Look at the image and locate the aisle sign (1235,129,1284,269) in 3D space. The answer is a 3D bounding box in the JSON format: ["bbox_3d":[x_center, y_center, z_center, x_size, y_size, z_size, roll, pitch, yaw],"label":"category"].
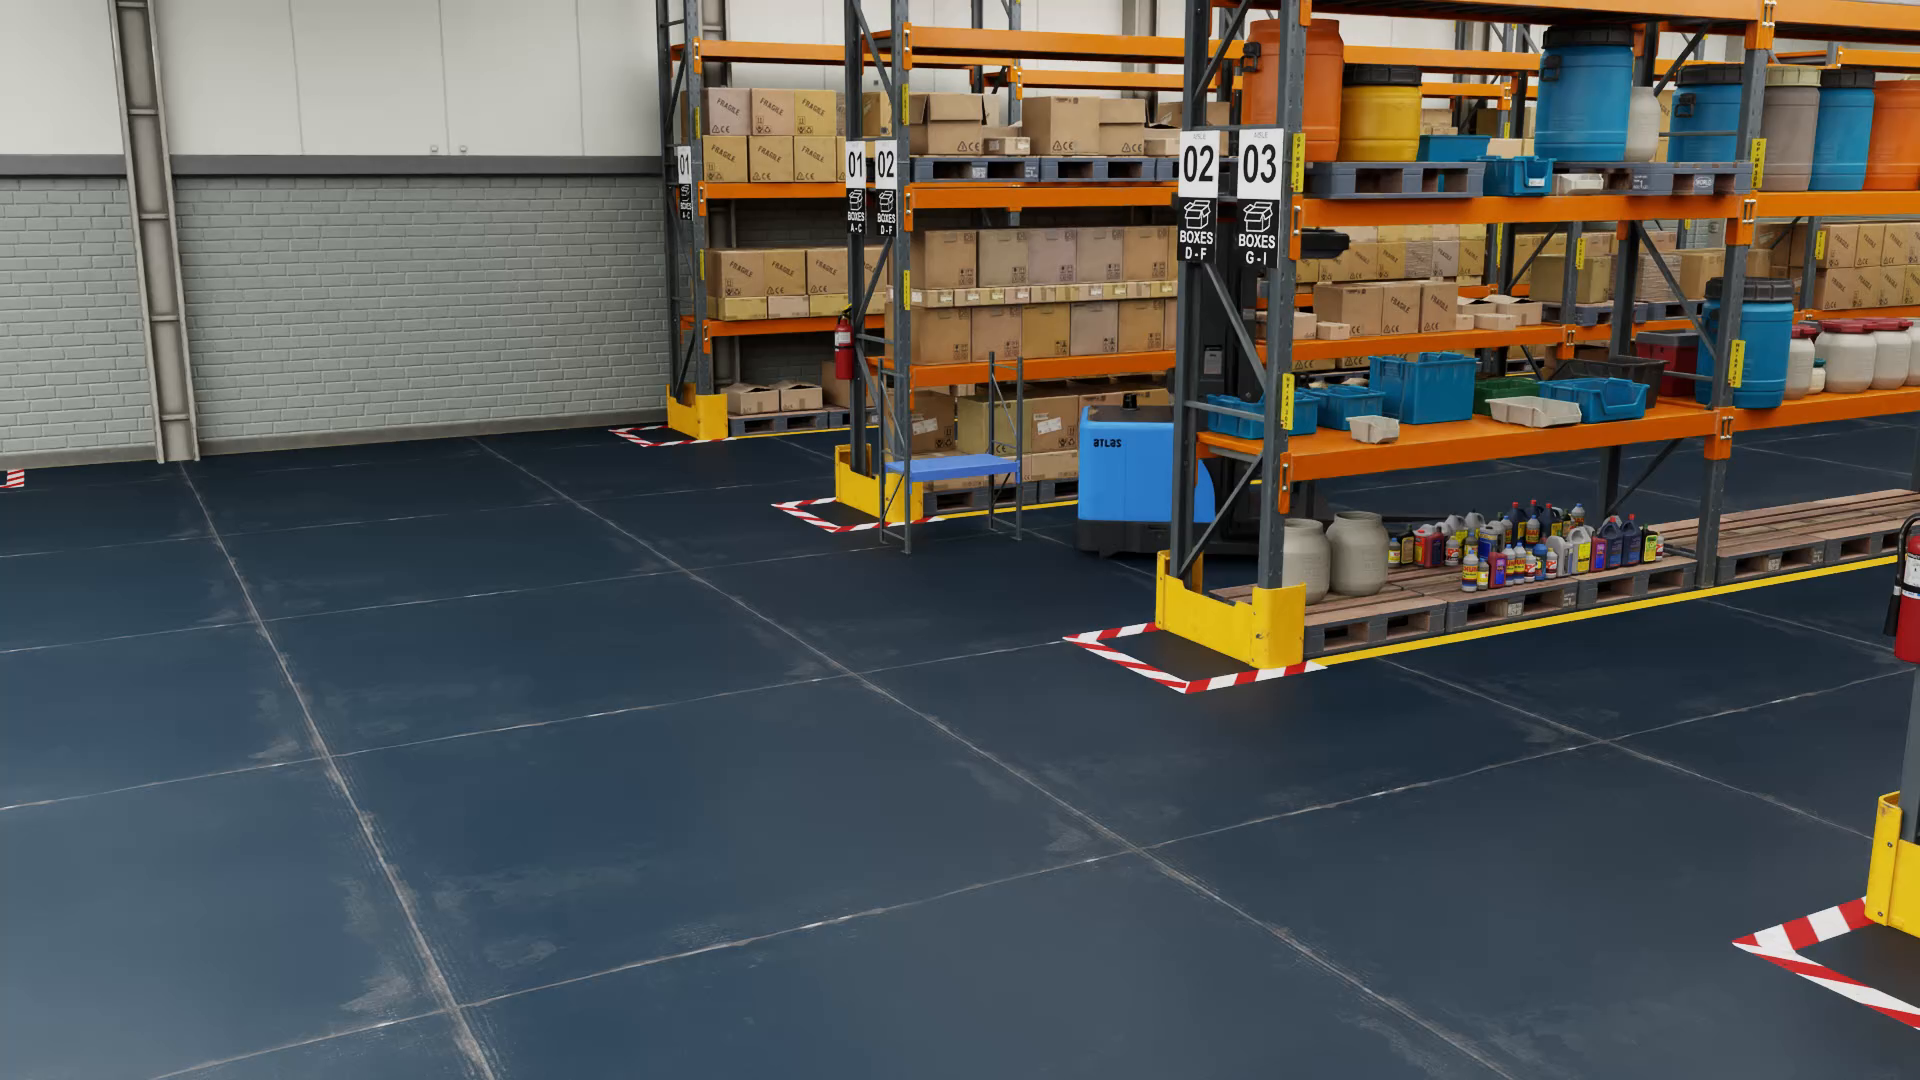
[{"bbox_3d":[1.741,-1.989,9.693,0.004,0.787,0.394,-7,14,-28],"label":"aisle sign"}]

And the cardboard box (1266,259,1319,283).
[{"bbox_3d":[4.487,-3.741,22.448,0.500,0.500,0.500,-6,14,-26],"label":"cardboard box"}]

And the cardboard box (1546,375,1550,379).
[{"bbox_3d":[6.852,-1.569,18.440,0.500,0.500,0.500,-6,14,-25],"label":"cardboard box"}]

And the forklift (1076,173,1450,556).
[{"bbox_3d":[2.455,-1.362,12.983,3.031,2.935,1.130,1,13,5],"label":"forklift"}]

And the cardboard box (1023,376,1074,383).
[{"bbox_3d":[1.066,-2.190,21.201,0.500,0.500,0.700,-6,14,-26],"label":"cardboard box"}]

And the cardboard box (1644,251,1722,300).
[{"bbox_3d":[8.305,-3.058,19.180,0.500,0.500,0.700,-12,17,-42],"label":"cardboard box"}]

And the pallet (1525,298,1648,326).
[{"bbox_3d":[6.877,-2.572,18.644,1.003,0.211,1.213,-7,14,-28],"label":"pallet"}]

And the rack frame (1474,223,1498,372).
[{"bbox_3d":[7.449,-3.956,24.356,0.127,3.000,1.000,-7,14,-28],"label":"rack frame"}]

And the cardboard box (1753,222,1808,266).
[{"bbox_3d":[10.146,-3.642,20.453,0.500,0.500,0.500,-7,14,-28],"label":"cardboard box"}]

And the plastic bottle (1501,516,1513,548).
[{"bbox_3d":[3.990,-0.041,12.173,0.097,0.271,0.097,0,13,0],"label":"plastic bottle"}]

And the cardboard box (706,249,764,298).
[{"bbox_3d":[-2.520,-2.988,18.644,0.500,0.500,0.500,-7,14,-28],"label":"cardboard box"}]

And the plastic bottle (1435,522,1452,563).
[{"bbox_3d":[3.422,0.016,11.907,0.135,0.276,0.152,-7,15,-29],"label":"plastic bottle"}]

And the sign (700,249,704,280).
[{"bbox_3d":[-2.823,-3.012,18.187,0.005,0.325,0.100,-7,14,-28],"label":"sign"}]

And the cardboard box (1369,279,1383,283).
[{"bbox_3d":[5.680,-3.576,23.194,0.250,0.149,0.380,-7,14,-28],"label":"cardboard box"}]

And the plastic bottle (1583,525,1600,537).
[{"bbox_3d":[4.486,0.026,11.861,0.135,0.276,0.152,-7,14,-28],"label":"plastic bottle"}]

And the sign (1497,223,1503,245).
[{"bbox_3d":[7.718,-4.379,23.778,0.005,0.325,0.100,-7,14,-28],"label":"sign"}]

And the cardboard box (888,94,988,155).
[{"bbox_3d":[-0.200,-3.586,14.369,0.637,0.503,0.797,-6,14,-24],"label":"cardboard box"}]

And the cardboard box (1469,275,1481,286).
[{"bbox_3d":[7.288,-3.753,23.981,0.250,0.149,0.380,-7,14,-27],"label":"cardboard box"}]

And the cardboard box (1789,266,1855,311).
[{"bbox_3d":[10.404,-3.052,20.110,0.500,0.500,0.500,-6,14,-26],"label":"cardboard box"}]

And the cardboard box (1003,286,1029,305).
[{"bbox_3d":[0.414,-2.185,14.781,0.250,0.149,0.380,-7,14,-29],"label":"cardboard box"}]

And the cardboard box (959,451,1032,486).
[{"bbox_3d":[0.308,-0.670,15.059,0.500,0.250,0.500,-7,14,-28],"label":"cardboard box"}]

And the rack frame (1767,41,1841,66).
[{"bbox_3d":[9.826,-5.929,19.457,0.127,3.000,1.000,-7,14,-28],"label":"rack frame"}]

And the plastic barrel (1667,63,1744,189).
[{"bbox_3d":[5.517,-3.009,12.172,0.708,0.901,0.600,-7,14,-28],"label":"plastic barrel"}]

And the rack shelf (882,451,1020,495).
[{"bbox_3d":[-0.075,-0.547,13.444,1.000,0.185,0.538,-7,14,-28],"label":"rack shelf"}]

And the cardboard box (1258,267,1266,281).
[{"bbox_3d":[4.227,-3.839,22.887,0.500,0.500,0.500,-7,14,-28],"label":"cardboard box"}]

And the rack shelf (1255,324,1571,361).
[{"bbox_3d":[4.560,-2.020,17.390,4.000,0.370,1.077,-7,14,-28],"label":"rack shelf"}]

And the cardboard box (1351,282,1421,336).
[{"bbox_3d":[4.388,-2.395,17.191,0.500,0.500,0.500,-7,14,-28],"label":"cardboard box"}]

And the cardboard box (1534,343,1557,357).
[{"bbox_3d":[8.597,-3.053,25.078,0.500,0.500,0.700,-7,14,-28],"label":"cardboard box"}]

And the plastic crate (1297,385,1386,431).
[{"bbox_3d":[2.532,-0.889,11.068,0.408,0.251,0.499,-7,14,-28],"label":"plastic crate"}]

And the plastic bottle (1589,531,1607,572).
[{"bbox_3d":[4.456,0.074,11.633,0.133,0.283,0.061,-6,14,-24],"label":"plastic bottle"}]

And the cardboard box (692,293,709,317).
[{"bbox_3d":[-2.766,-2.717,19.146,0.500,0.250,0.500,-7,14,-27],"label":"cardboard box"}]

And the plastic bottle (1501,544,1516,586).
[{"bbox_3d":[3.705,0.165,11.255,0.097,0.271,0.097,0,13,0],"label":"plastic bottle"}]

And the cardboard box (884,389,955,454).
[{"bbox_3d":[-0.379,-1.083,15.185,0.500,0.500,0.500,-7,14,-28],"label":"cardboard box"}]

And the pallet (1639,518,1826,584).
[{"bbox_3d":[5.845,0.065,12.839,1.213,0.211,1.003,-7,14,-28],"label":"pallet"}]

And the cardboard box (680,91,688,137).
[{"bbox_3d":[-2.830,-4.799,18.720,0.500,0.500,0.500,-6,14,-25],"label":"cardboard box"}]

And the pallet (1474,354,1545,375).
[{"bbox_3d":[8.154,-2.661,24.951,1.213,0.211,1.003,-7,14,-28],"label":"pallet"}]

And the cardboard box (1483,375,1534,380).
[{"bbox_3d":[5.973,-1.616,17.985,0.500,0.311,0.500,-6,14,-26],"label":"cardboard box"}]

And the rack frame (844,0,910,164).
[{"bbox_3d":[-0.707,-4.666,13.848,0.127,3.000,1.000,-7,14,-28],"label":"rack frame"}]

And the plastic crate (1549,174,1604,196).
[{"bbox_3d":[3.959,-2.293,10.736,0.396,0.136,0.243,-7,14,-28],"label":"plastic crate"}]

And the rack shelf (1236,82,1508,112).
[{"bbox_3d":[5.694,-6.126,22.886,4.000,0.370,1.077,-7,14,-28],"label":"rack shelf"}]

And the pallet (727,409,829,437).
[{"bbox_3d":[-2.287,-1.420,19.438,1.213,0.211,1.003,-7,14,-28],"label":"pallet"}]

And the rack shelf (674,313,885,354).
[{"bbox_3d":[-1.328,-2.553,19.761,4.000,0.370,1.077,-7,14,-28],"label":"rack shelf"}]

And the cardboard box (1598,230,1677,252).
[{"bbox_3d":[10.517,-4.468,25.946,0.700,0.700,0.980,-6,14,-25],"label":"cardboard box"}]

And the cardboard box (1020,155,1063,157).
[{"bbox_3d":[0.946,-4.874,20.417,0.500,0.500,0.500,-5,13,-20],"label":"cardboard box"}]

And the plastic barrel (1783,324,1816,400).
[{"bbox_3d":[6.119,-1.330,12.377,0.433,0.535,0.433,0,13,0],"label":"plastic barrel"}]

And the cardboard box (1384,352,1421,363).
[{"bbox_3d":[6.162,-2.925,23.713,0.750,0.750,0.750,-6,14,-26],"label":"cardboard box"}]

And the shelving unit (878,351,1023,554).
[{"bbox_3d":[-0.075,-0.723,13.405,1.048,1.500,0.538,-7,14,-28],"label":"shelving unit"}]

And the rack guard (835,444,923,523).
[{"bbox_3d":[-0.728,-0.517,14.770,0.348,0.500,1.175,-7,14,-28],"label":"rack guard"}]

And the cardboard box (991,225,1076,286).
[{"bbox_3d":[0.657,-2.583,15.072,0.500,0.500,0.700,-7,14,-28],"label":"cardboard box"}]

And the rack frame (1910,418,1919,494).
[{"bbox_3d":[8.685,-1.626,14.003,0.127,3.000,1.000,-7,14,-28],"label":"rack frame"}]

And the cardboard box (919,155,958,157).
[{"bbox_3d":[-0.347,-4.485,19.601,0.500,0.500,0.500,-8,15,-33],"label":"cardboard box"}]

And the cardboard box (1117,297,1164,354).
[{"bbox_3d":[1.516,-2.052,15.669,0.500,0.500,0.700,-7,14,-27],"label":"cardboard box"}]

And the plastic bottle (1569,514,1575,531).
[{"bbox_3d":[4.595,-0.095,12.571,0.097,0.201,0.097,0,13,0],"label":"plastic bottle"}]

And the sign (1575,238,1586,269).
[{"bbox_3d":[6.584,-3.039,17.645,0.005,0.325,0.100,-7,14,-28],"label":"sign"}]

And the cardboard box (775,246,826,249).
[{"bbox_3d":[-1.873,-3.193,19.553,0.500,0.500,0.500,-7,15,-29],"label":"cardboard box"}]

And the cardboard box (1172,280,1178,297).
[{"bbox_3d":[1.992,-2.374,15.622,0.250,0.149,0.380,-7,14,-28],"label":"cardboard box"}]

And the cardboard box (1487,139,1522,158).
[{"bbox_3d":[5.493,-4.059,17.366,0.500,0.250,0.500,-6,14,-26],"label":"cardboard box"}]
